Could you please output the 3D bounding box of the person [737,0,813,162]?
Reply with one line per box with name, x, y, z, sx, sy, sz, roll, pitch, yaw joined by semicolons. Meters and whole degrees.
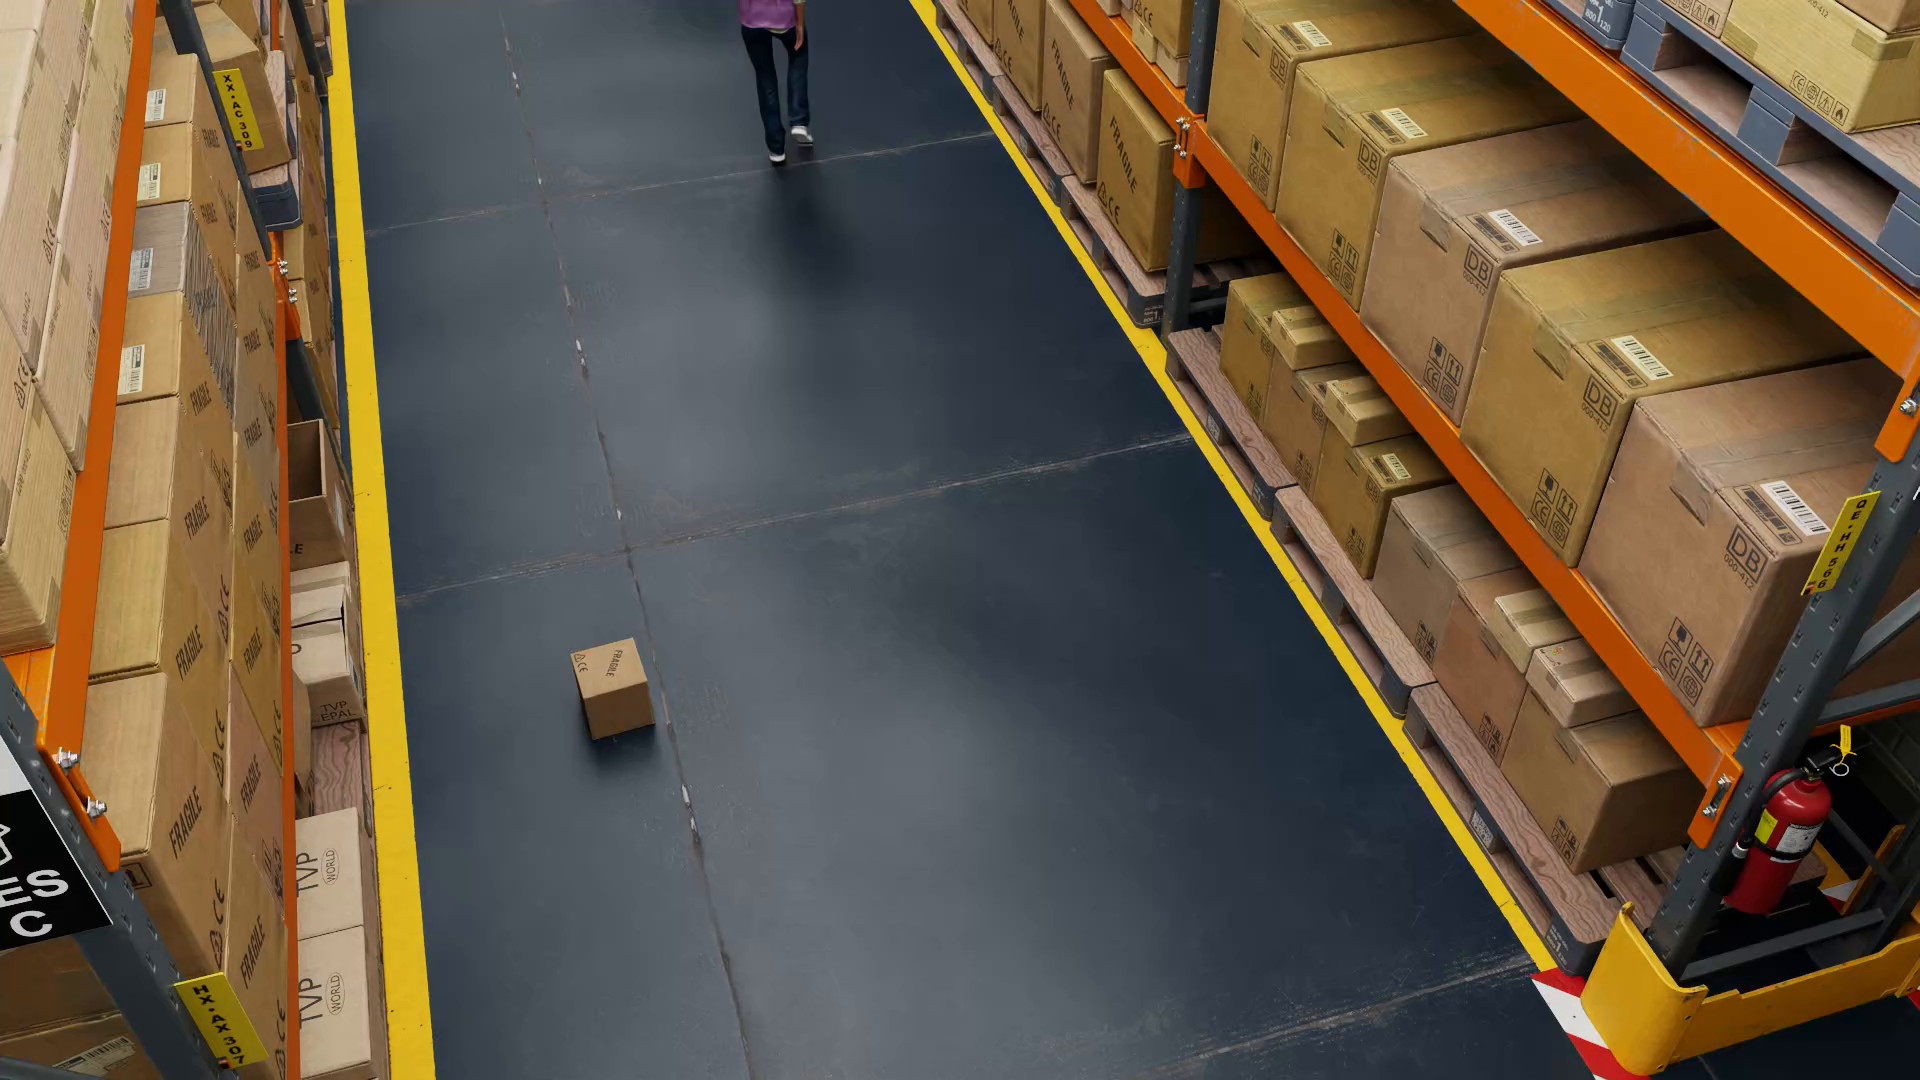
person;-1.051;-2.885;9.271;0.413;1.628;0.458;-2;43;-2
